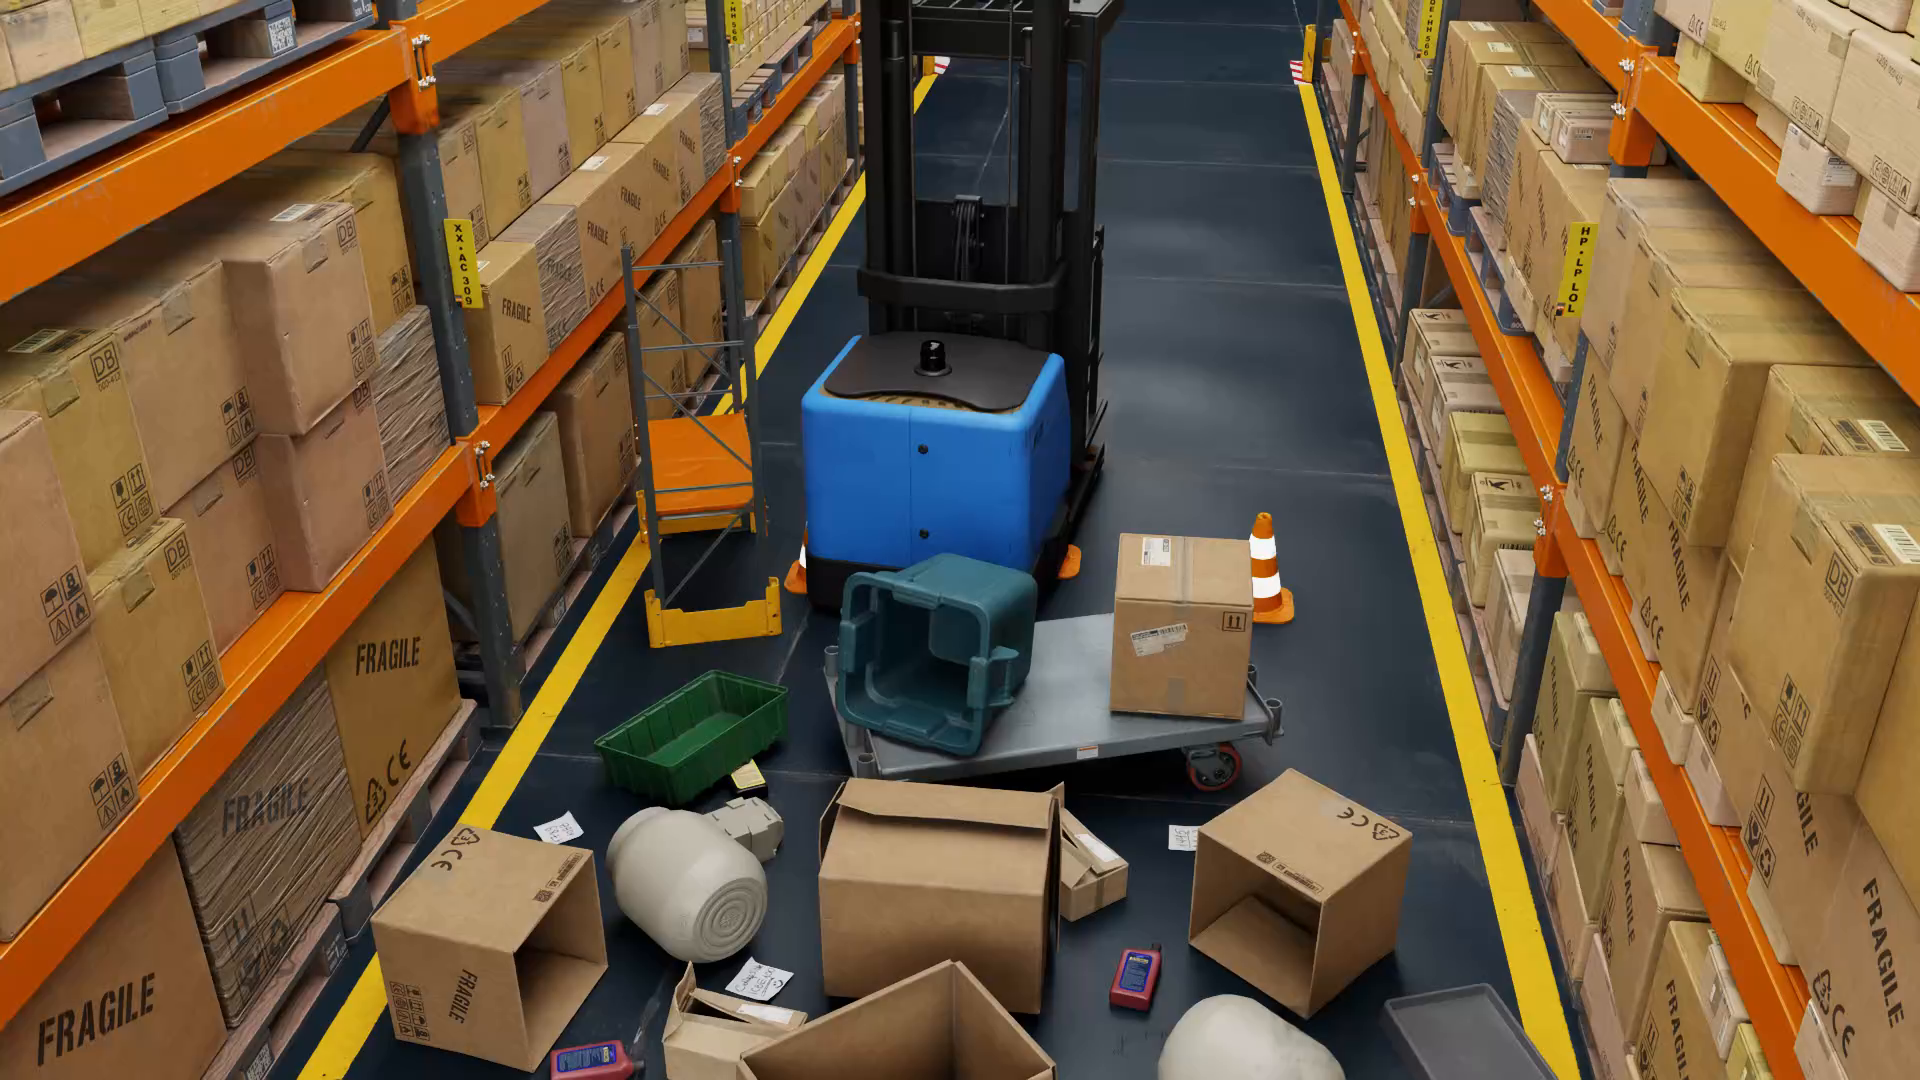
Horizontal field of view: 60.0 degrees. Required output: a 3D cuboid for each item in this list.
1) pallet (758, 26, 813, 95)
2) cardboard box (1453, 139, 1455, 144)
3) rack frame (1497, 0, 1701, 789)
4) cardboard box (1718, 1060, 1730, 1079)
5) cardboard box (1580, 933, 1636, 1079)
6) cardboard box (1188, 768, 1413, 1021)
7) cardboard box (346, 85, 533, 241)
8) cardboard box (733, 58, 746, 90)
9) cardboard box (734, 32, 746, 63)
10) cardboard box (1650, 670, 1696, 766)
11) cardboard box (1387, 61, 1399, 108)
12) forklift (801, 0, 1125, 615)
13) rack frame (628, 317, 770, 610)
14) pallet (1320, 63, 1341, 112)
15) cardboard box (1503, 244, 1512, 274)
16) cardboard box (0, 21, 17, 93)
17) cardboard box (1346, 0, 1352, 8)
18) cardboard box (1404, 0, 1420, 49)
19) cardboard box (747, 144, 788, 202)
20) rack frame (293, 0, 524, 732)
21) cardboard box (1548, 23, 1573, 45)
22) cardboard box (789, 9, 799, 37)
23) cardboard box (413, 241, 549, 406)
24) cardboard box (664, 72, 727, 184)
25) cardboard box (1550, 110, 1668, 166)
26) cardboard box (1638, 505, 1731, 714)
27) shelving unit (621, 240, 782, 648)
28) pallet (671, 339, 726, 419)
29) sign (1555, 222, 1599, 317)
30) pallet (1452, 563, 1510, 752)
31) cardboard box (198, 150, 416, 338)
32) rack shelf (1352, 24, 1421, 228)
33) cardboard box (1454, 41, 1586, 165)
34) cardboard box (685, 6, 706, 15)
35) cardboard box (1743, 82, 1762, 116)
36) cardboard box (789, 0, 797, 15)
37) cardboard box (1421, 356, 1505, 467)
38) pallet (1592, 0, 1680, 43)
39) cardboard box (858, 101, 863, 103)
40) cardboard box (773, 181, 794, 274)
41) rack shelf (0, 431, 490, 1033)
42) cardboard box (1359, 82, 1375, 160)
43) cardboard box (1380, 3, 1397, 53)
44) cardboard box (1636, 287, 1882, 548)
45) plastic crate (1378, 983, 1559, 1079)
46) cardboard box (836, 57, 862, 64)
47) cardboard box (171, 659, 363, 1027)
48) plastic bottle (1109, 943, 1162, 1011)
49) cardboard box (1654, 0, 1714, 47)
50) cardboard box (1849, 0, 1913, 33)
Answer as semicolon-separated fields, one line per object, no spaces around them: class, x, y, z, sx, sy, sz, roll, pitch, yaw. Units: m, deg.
pallet;-1.624;-3.329;11.469;1.003;0.211;1.213;3;28;6
cardboard box;2.875;-2.171;8.940;0.380;0.149;0.250;2;28;3
rack frame;2.609;-0.356;5.749;1.000;3.000;0.127;3;28;6
cardboard box;2.019;1.584;3.813;0.500;0.500;0.500;4;29;8
cardboard box;2.153;1.433;4.884;0.500;0.250;0.500;3;28;6
cardboard box;1.128;1.168;5.552;0.500;0.500;0.500;-24;36;-37
cardboard box;-2.200;-1.557;6.818;0.700;0.500;0.500;3;28;5
cardboard box;-1.537;-2.879;10.253;0.380;0.149;0.250;5;29;9
cardboard box;-1.536;-3.028;10.217;0.380;0.149;0.250;5;29;9
cardboard box;2.086;0.485;4.451;0.380;0.149;0.250;3;29;6
cardboard box;3.029;-2.904;10.636;0.500;0.250;0.500;3;28;6
forklift;0.152;-1.578;8.089;1.130;2.935;3.031;7;29;12
rack frame;-1.089;-0.219;7.076;0.500;1.500;0.032;-6;29;-10
pallet;4.060;-4.396;16.188;1.003;0.211;1.213;3;28;6
cardboard box;2.538;-1.168;7.078;0.380;0.149;0.250;3;28;6
cardboard box;-2.260;-1.009;3.515;0.380;0.149;0.250;4;29;7
cardboard box;3.450;-4.642;13.598;0.500;0.500;0.500;3;28;5
cardboard box;2.958;-3.224;9.912;0.500;0.500;0.500;4;29;7
cardboard box;-1.439;-2.443;11.024;0.500;0.250;0.500;3;28;6
rack frame;-2.316;-0.597;6.195;1.000;3.000;0.127;3;28;6
cardboard box;3.320;-2.369;8.623;0.500;0.500;0.500;3;28;5
cardboard box;-1.344;-3.625;11.638;0.380;0.149;0.250;5;29;8
cardboard box;-1.984;-0.872;6.601;0.500;0.500;0.500;4;29;7
cardboard box;-1.614;-2.296;9.243;0.500;0.500;0.500;3;28;6
cardboard box;2.513;-1.557;6.433;0.380;0.149;0.250;3;28;5
cardboard box;2.166;0.133;4.422;0.500;0.500;0.500;3;28;6
shelving unit;-1.195;-0.460;7.522;0.587;1.500;1.083;-6;29;-10
pallet;-1.997;-0.885;9.670;1.003;0.211;1.213;3;28;6
sign;2.058;-0.897;5.531;0.100;0.325;0.005;3;28;6
pallet;2.703;0.505;7.091;1.003;0.211;1.213;3;28;6
cardboard box;-2.395;-0.966;5.584;0.875;0.550;0.550;3;28;6
rack shelf;3.345;-2.864;11.162;1.077;0.370;4.000;3;28;6
cardboard box;2.758;-2.155;8.226;0.500;0.500;0.500;5;29;9
cardboard box;-1.546;-3.149;10.126;0.380;0.149;0.250;3;28;5
cardboard box;2.320;-1.191;4.400;0.380;0.149;0.250;3;28;6
cardboard box;-1.346;-3.748;11.553;0.380;0.149;0.250;3;29;6
cardboard box;2.938;-0.654;8.629;0.950;0.372;0.625;3;28;5
pallet;2.791;-1.879;5.610;1.213;0.211;1.003;3;28;6
cardboard box;-1.031;-3.699;14.204;0.380;0.149;0.250;4;29;7
cardboard box;-1.428;-2.119;11.213;0.500;0.500;0.500;4;29;7
rack shelf;-2.561;0.662;4.618;1.077;0.370;4.000;3;28;6
cardboard box;3.773;-3.468;13.784;0.875;0.438;0.875;3;28;5
cardboard box;3.072;-3.364;10.963;0.500;0.250;0.500;3;28;5
cardboard box;2.168;-0.303;4.177;0.700;0.500;0.500;3;28;5
plastic crate;1.603;1.620;5.158;0.402;0.080;0.583;-6;29;-11
cardboard box;-0.891;-4.191;14.803;0.380;0.149;0.250;4;29;7
cardboard box;-2.569;0.870;5.269;0.875;0.875;0.875;4;29;7
plastic bottle;0.590;1.436;5.521;0.133;0.061;0.283;8;29;15
cardboard box;2.284;-1.551;4.648;0.500;0.250;0.500;3;28;5
cardboard box;2.142;-1.172;3.524;0.380;0.149;0.250;3;28;5
